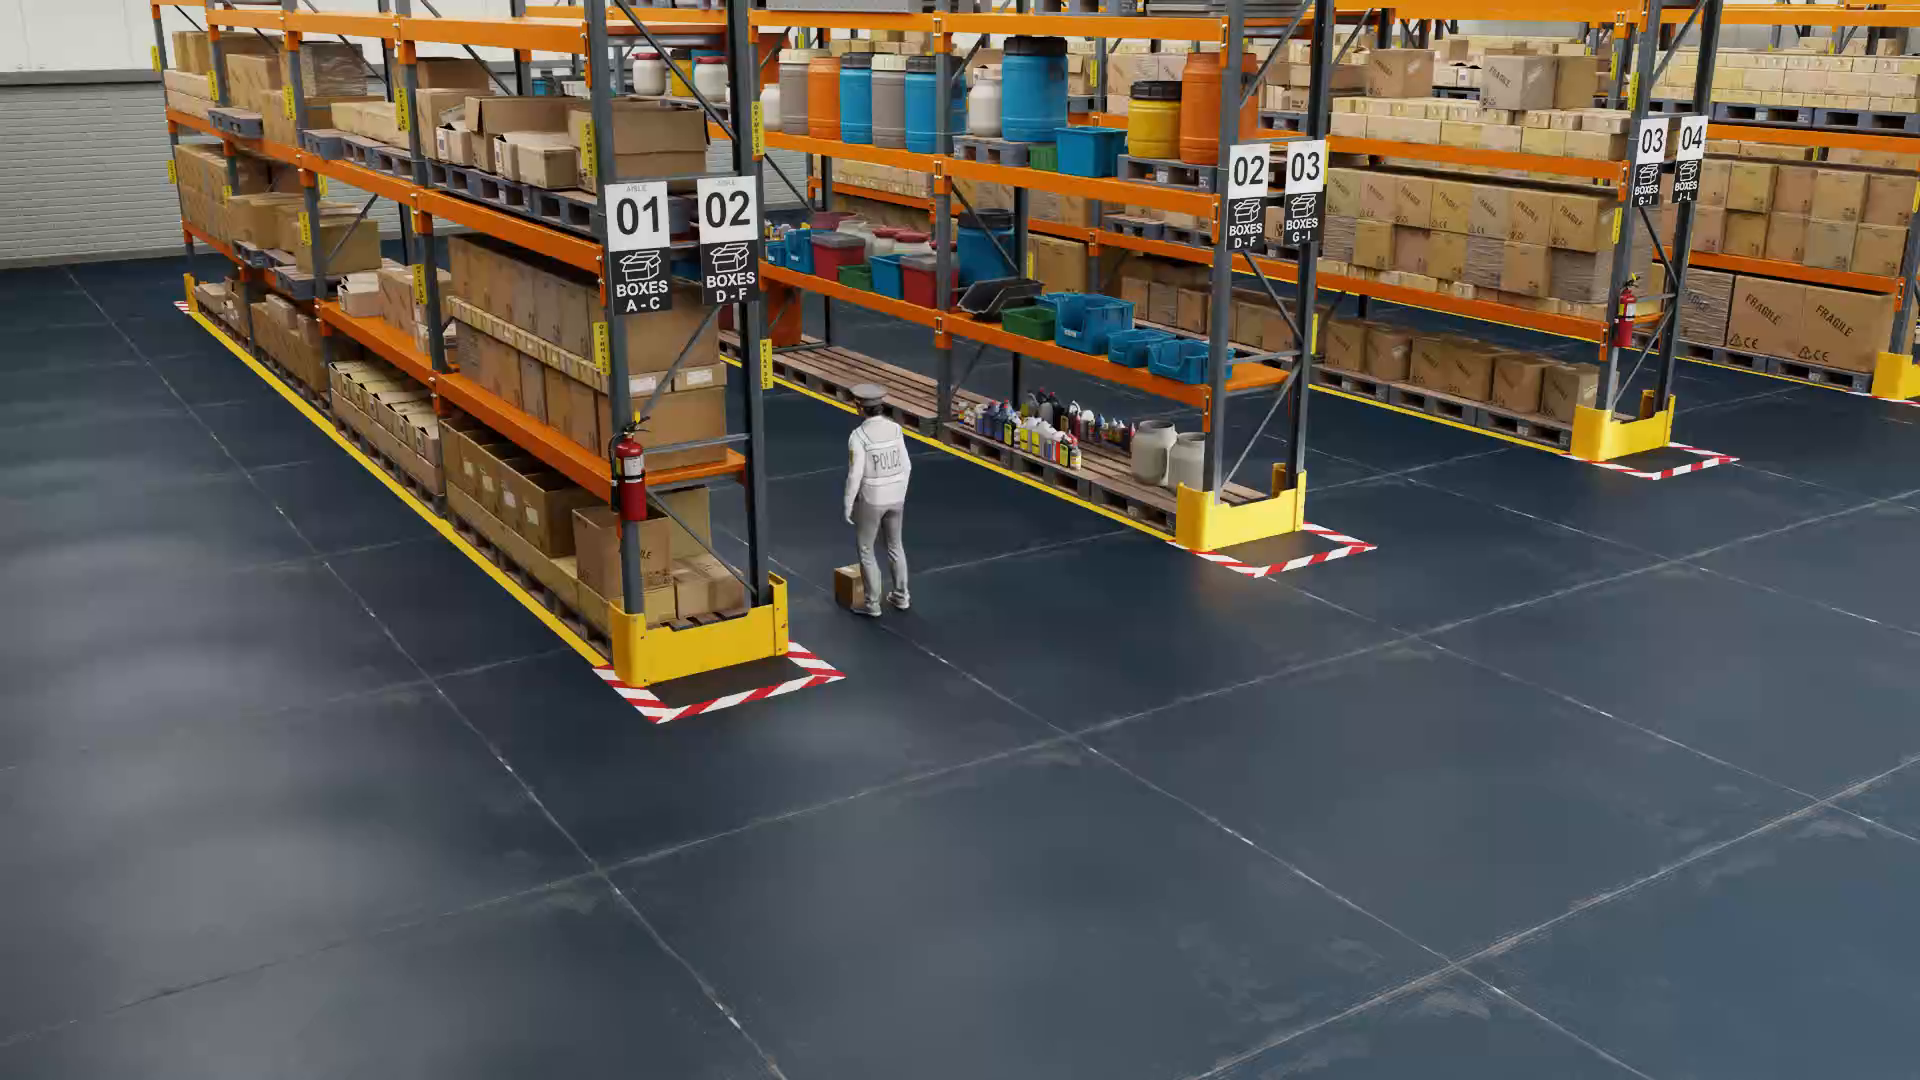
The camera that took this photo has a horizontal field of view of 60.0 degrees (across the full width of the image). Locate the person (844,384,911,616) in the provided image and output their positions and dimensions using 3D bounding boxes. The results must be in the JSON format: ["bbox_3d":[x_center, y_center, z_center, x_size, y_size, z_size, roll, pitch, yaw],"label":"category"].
[{"bbox_3d":[-0.594,-0.274,11.891,0.540,1.659,0.375,-13,22,-35],"label":"person"}]
